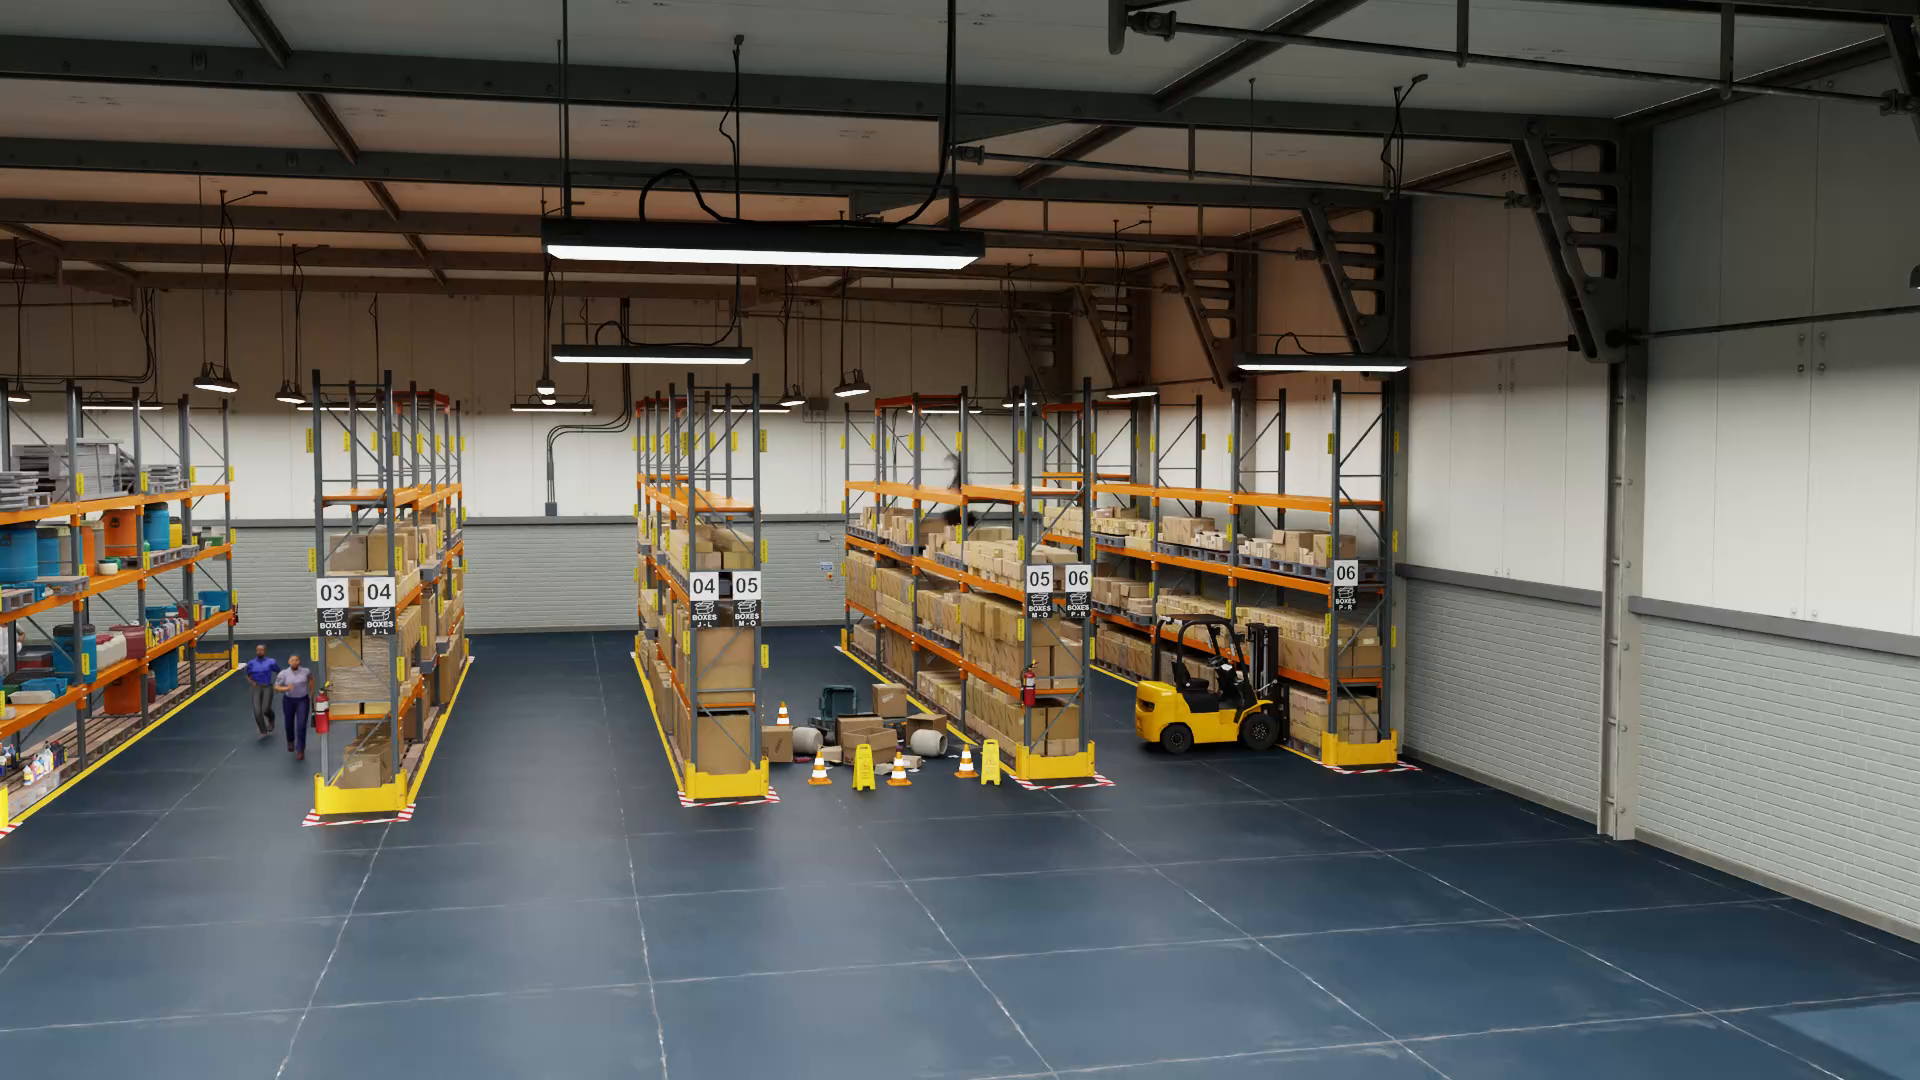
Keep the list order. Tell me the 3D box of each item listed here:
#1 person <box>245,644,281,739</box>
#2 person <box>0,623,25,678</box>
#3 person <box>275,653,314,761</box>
[{"bbox_3d":[-11.830,2.573,28.194,0.569,1.617,0.516,-1,3,-12],"label":"person"},{"bbox_3d":[-18.456,2.225,32.106,0.683,1.771,0.969,-2,4,-25],"label":"person"},{"bbox_3d":[-10.608,2.624,26.532,0.598,1.652,0.933,-1,4,-23],"label":"person"}]
